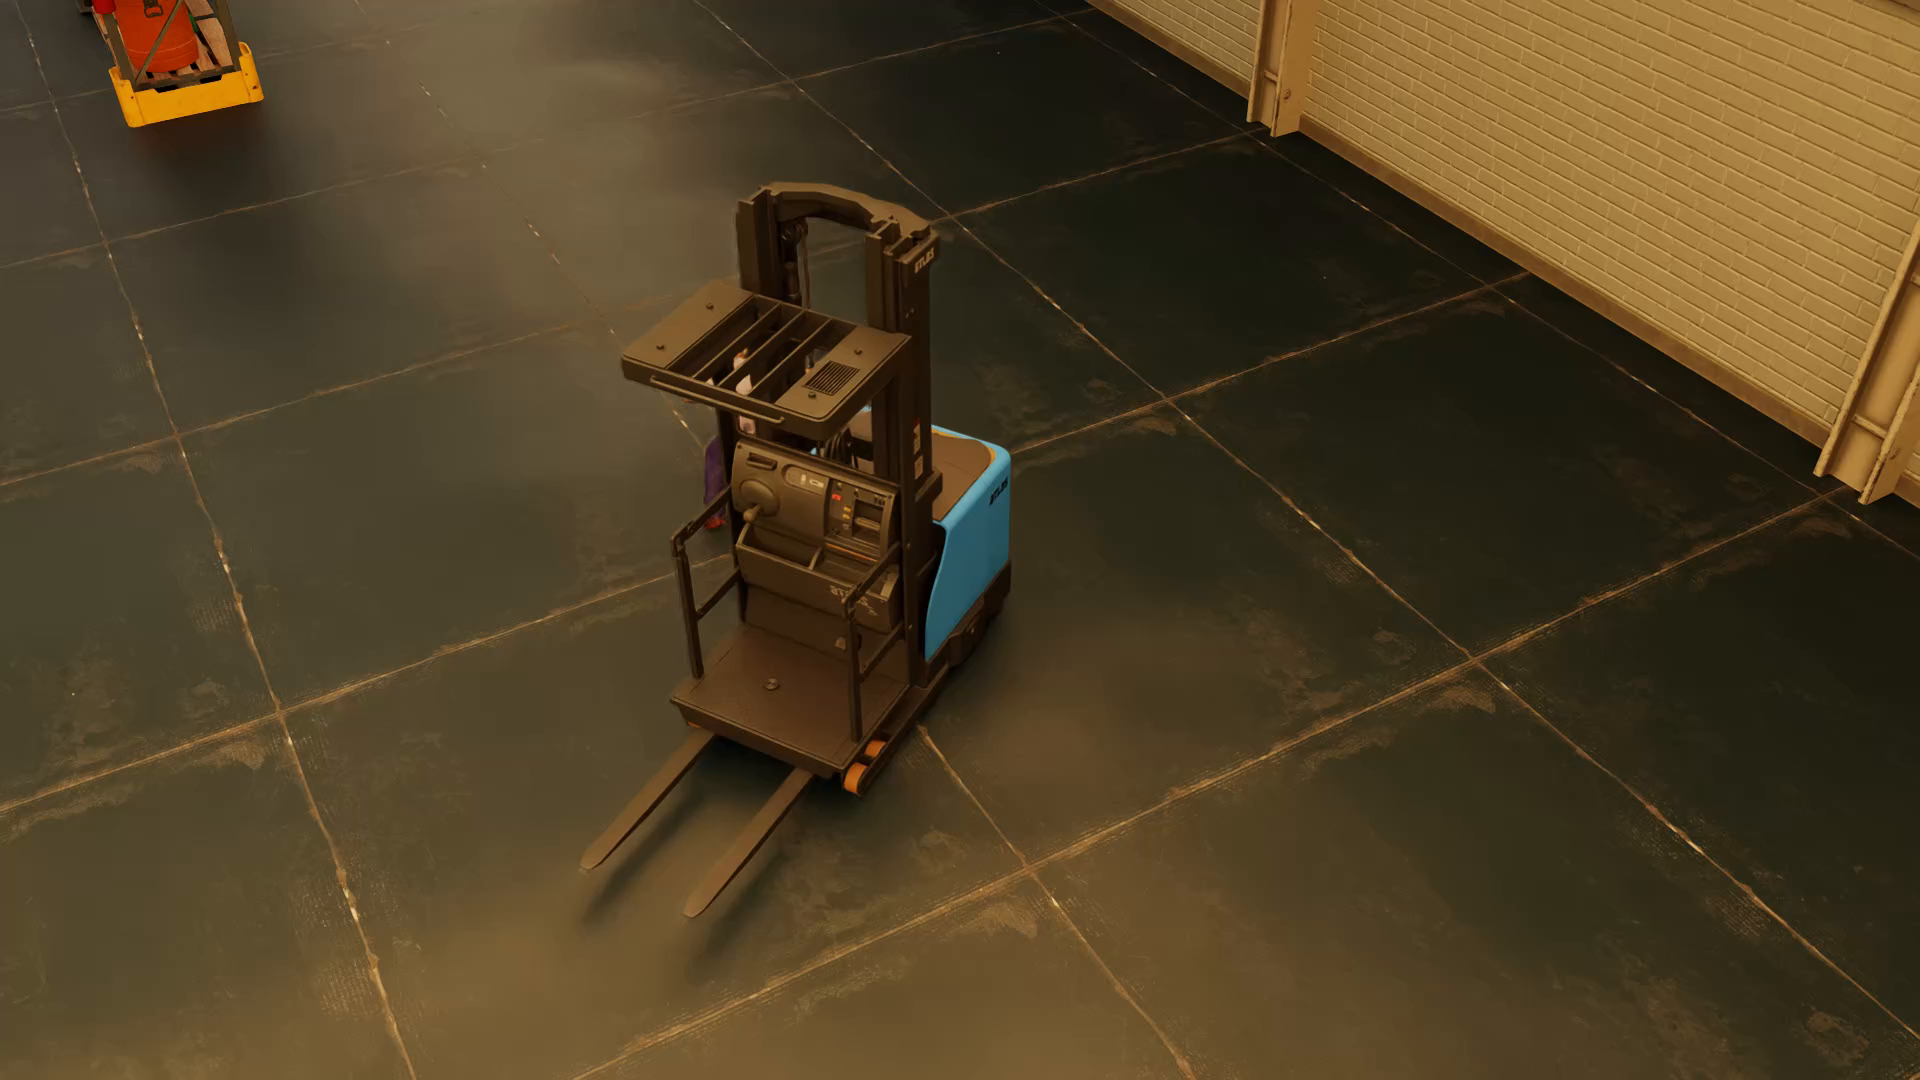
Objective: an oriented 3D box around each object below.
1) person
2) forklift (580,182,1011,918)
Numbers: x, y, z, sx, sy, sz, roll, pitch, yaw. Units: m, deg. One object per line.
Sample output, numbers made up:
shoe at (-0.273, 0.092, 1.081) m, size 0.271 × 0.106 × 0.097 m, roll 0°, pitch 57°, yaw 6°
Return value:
person at (-1.280, -0.726, 10.157) m, size 0.745 × 1.416 × 0.847 m, roll -10°, pitch 41°, yaw -12°
forklift at (-0.840, -0.127, 8.189) m, size 1.130 × 2.935 × 3.031 m, roll 19°, pitch 43°, yaw 21°
